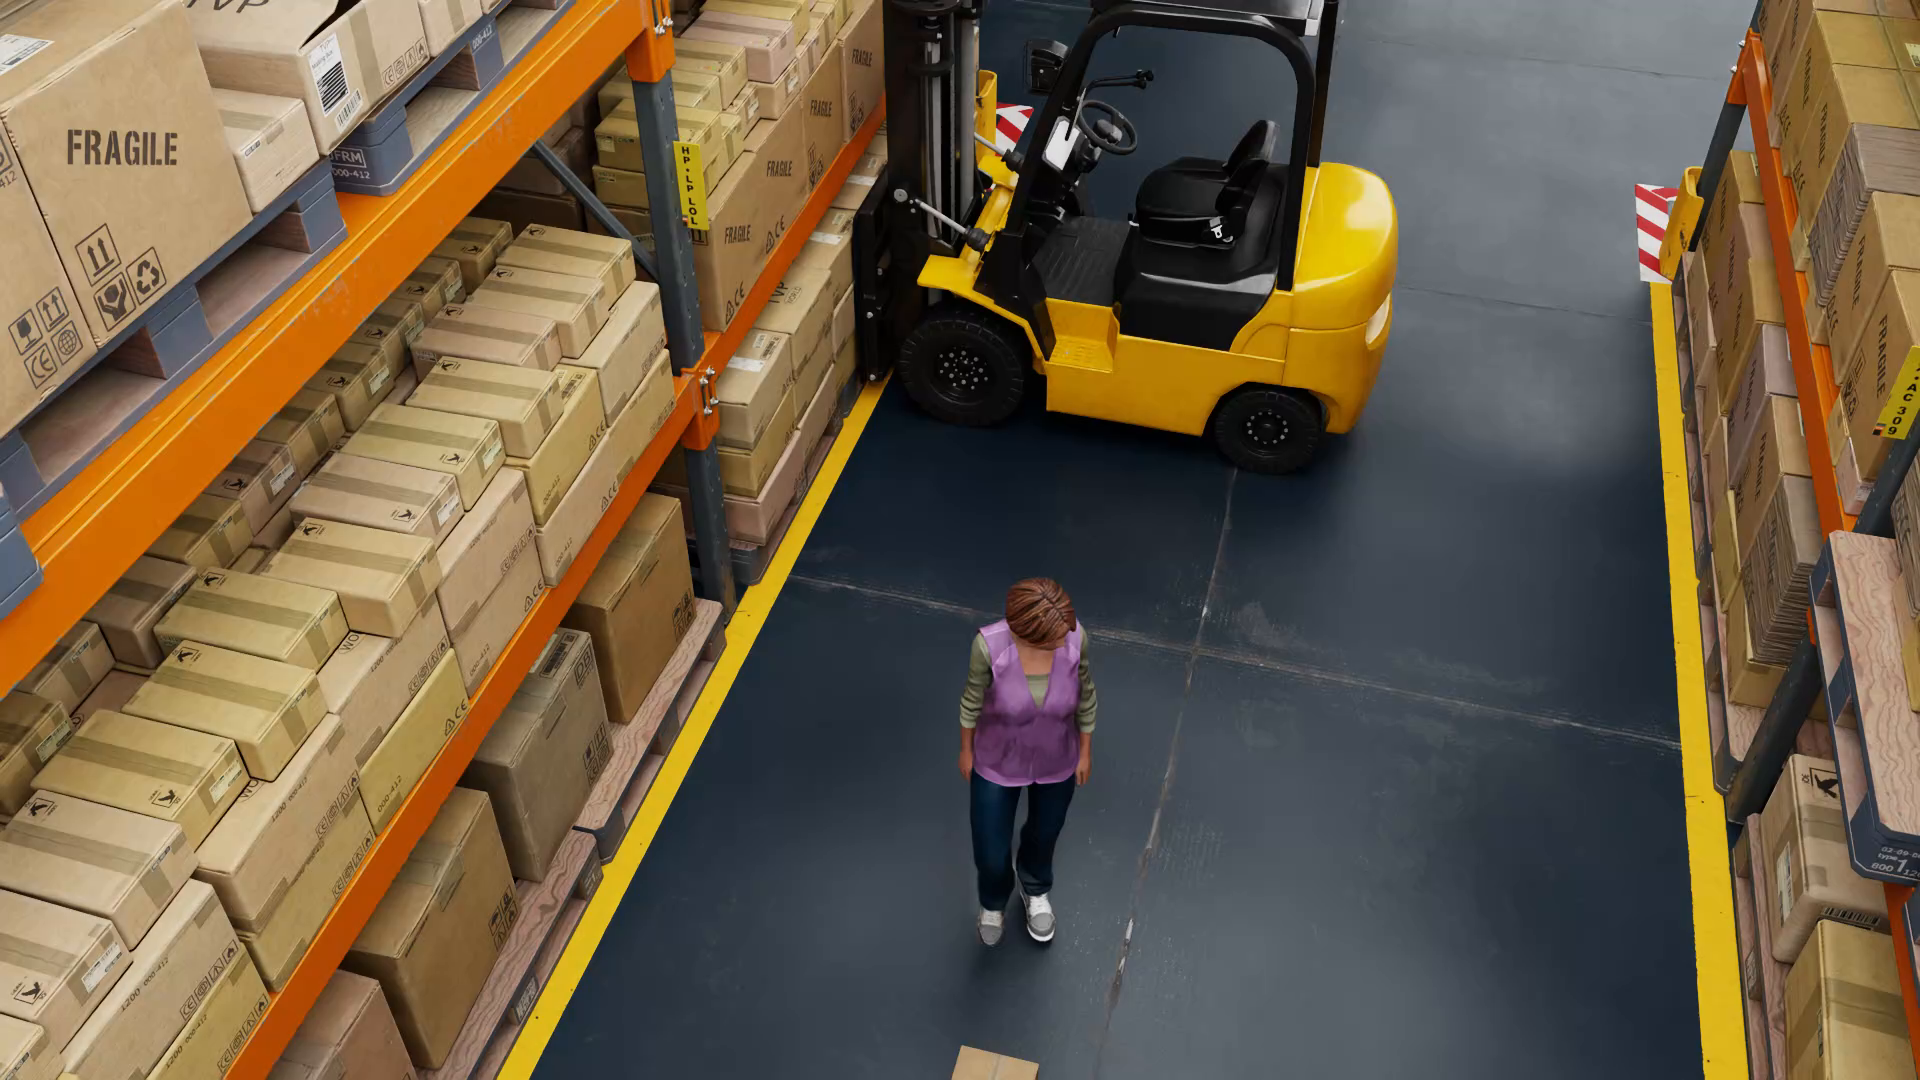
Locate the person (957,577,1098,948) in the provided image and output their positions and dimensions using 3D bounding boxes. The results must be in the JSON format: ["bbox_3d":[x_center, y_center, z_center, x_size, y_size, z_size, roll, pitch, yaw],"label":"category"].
[{"bbox_3d":[0.228,0.745,5.330,0.440,1.643,0.363,-8,42,-8],"label":"person"}]
